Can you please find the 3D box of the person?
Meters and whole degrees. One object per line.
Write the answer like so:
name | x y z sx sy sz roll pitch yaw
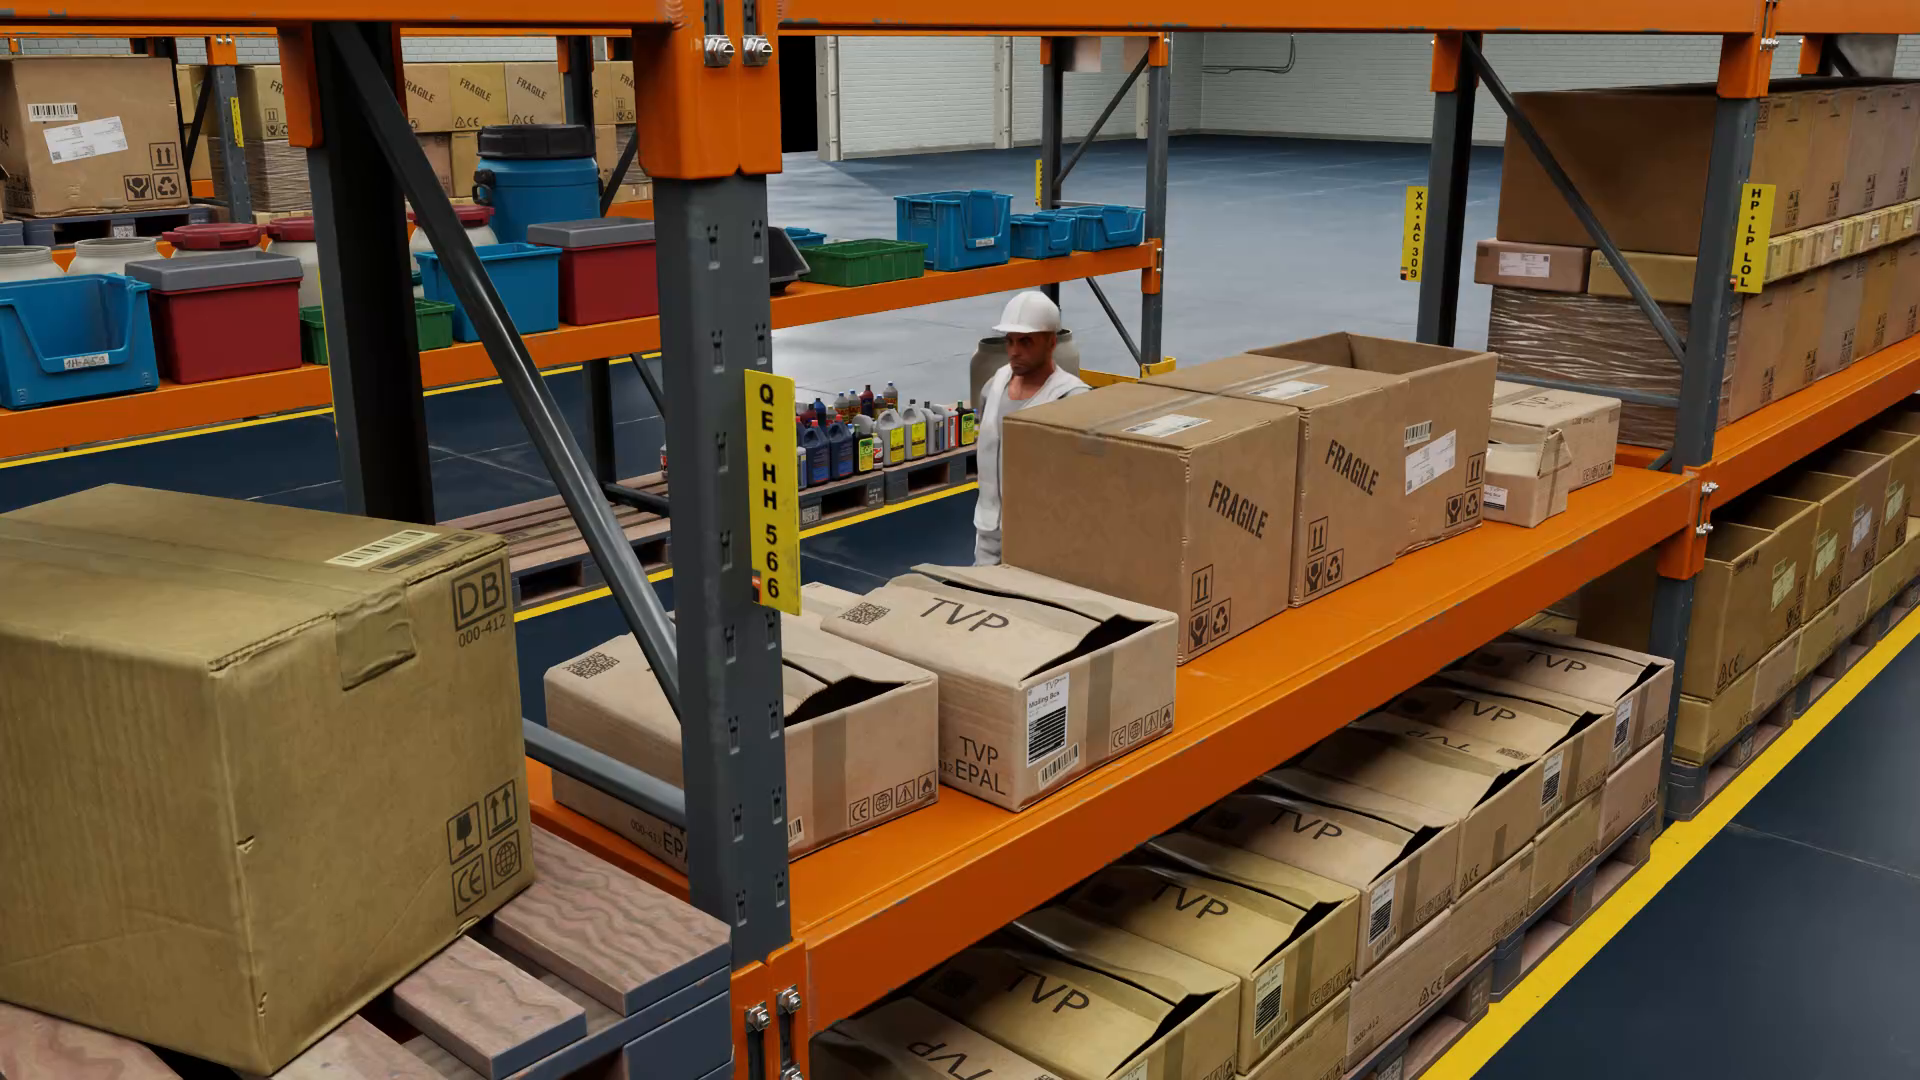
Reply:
person | 0.245 -0.001 5.999 0.526 1.788 0.342 15 22 40
